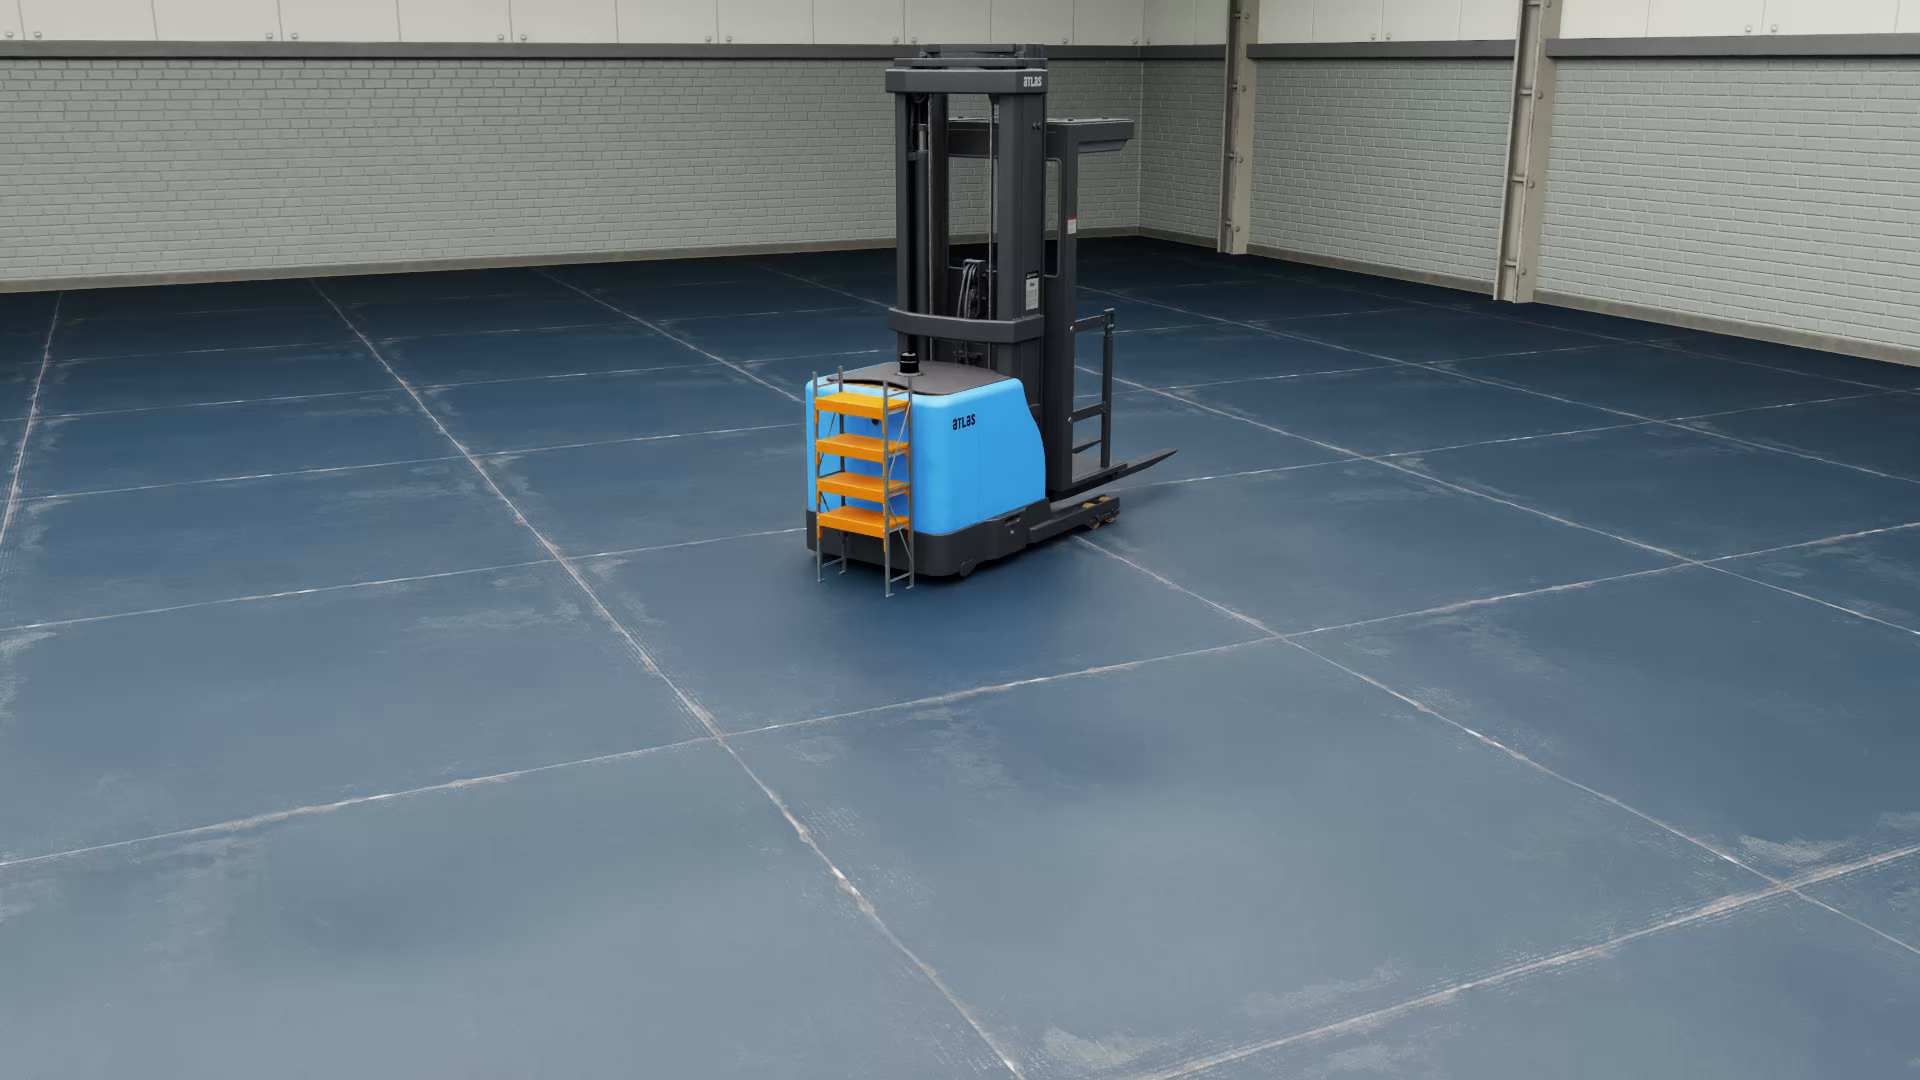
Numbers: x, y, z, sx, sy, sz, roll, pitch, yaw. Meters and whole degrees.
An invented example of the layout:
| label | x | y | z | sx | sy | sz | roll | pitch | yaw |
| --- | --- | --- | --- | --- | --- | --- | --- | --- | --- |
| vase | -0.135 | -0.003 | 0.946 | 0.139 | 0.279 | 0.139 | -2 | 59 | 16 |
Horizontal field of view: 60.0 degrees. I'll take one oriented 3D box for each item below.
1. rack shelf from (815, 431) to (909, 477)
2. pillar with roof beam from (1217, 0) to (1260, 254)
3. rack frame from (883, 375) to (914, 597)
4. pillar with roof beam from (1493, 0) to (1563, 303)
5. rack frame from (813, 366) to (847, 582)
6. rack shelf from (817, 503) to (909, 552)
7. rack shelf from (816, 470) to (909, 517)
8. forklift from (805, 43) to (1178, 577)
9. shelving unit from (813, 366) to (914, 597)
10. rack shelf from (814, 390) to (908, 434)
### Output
| label | x | y | z | sx | sy | sz | roll | pitch | yaw |
| --- | --- | --- | --- | --- | --- | --- | --- | --- | --- |
| rack shelf | -0.532 | -0.478 | 9.175 | 0.480 | 0.148 | 0.258 | 11 | 19 | 34 |
| pillar with roof beam | 0.353 | -8.258 | 22.714 | 9.100 | 9.000 | 0.400 | -8 | 18 | -25 |
| rack frame | -0.334 | -0.289 | 9.081 | 0.015 | 1.200 | 0.240 | 11 | 19 | 34 |
| pillar with roof beam | 2.982 | -6.771 | 17.530 | 9.100 | 9.000 | 0.400 | -8 | 18 | -25 |
| rack frame | -0.730 | -0.367 | 9.354 | 0.015 | 1.200 | 0.240 | 11 | 19 | 34 |
| rack shelf | -0.532 | -0.072 | 9.291 | 0.480 | 0.148 | 0.258 | 11 | 19 | 34 |
| rack shelf | -0.532 | -0.263 | 9.236 | 0.480 | 0.148 | 0.258 | 11 | 19 | 34 |
| forklift | 0.367 | -1.548 | 10.330 | 1.130 | 2.935 | 3.031 | 11 | 20 | 34 |
| shelving unit | -0.532 | -0.328 | 9.218 | 0.503 | 1.200 | 0.258 | 11 | 19 | 34 |
| rack shelf | -0.532 | -0.706 | 9.110 | 0.480 | 0.148 | 0.258 | 11 | 19 | 34 |
